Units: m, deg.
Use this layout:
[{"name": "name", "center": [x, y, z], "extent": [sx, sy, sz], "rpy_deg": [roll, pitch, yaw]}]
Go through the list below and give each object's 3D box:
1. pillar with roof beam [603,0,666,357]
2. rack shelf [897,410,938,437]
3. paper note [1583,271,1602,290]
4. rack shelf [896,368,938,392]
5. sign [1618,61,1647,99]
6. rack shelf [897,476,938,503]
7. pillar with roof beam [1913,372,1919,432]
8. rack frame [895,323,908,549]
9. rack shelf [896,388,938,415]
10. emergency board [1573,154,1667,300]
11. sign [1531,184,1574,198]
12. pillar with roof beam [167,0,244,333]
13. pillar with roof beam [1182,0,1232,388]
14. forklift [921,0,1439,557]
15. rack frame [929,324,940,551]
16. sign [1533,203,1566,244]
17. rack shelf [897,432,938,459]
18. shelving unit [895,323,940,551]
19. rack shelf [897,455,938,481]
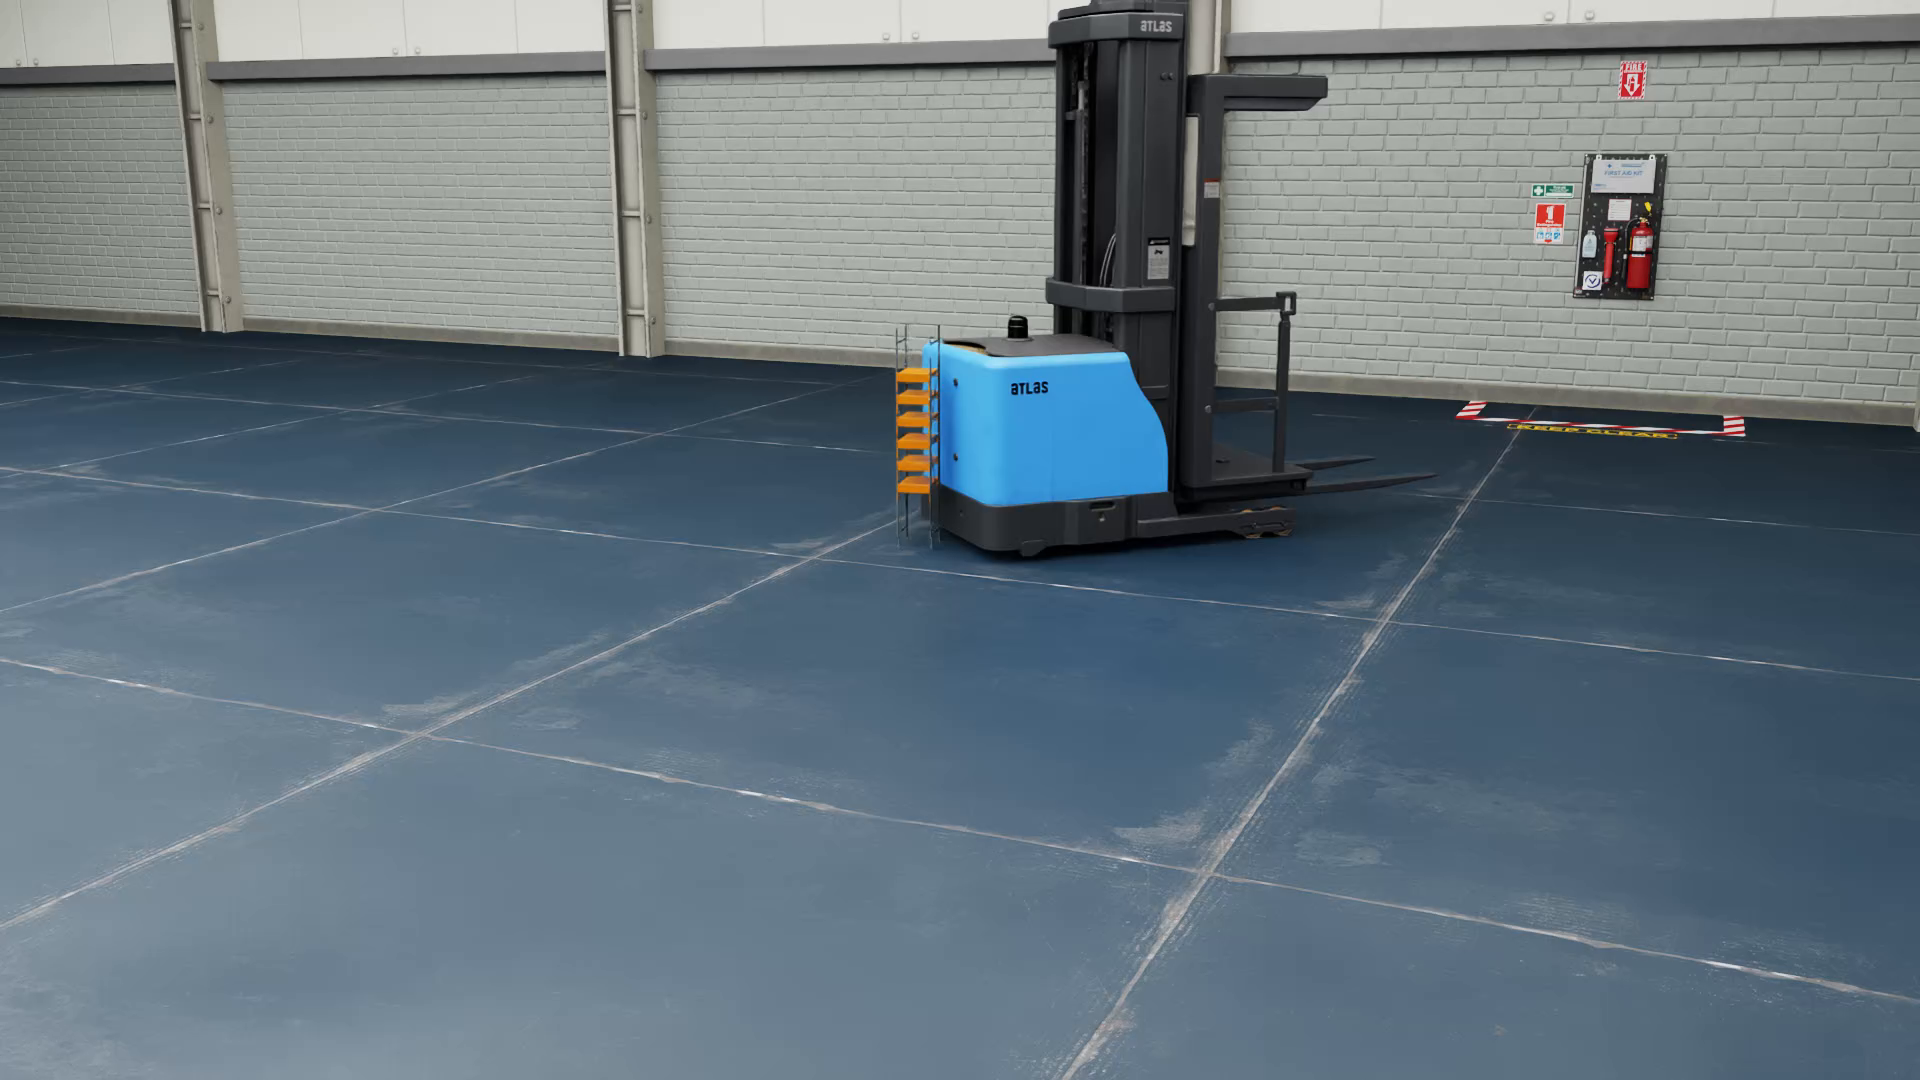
[{"name": "pillar with roof beam", "center": [-5.100, -5.441, 12.743], "extent": [0.400, 9.000, 9.100], "rpy_deg": [6, 14, 23]}, {"name": "rack shelf", "center": [-0.225, -0.630, 8.982], "extent": [0.180, 0.103, 0.258], "rpy_deg": [3, 13, 11]}, {"name": "paper note", "center": [5.238, -2.147, 13.769], "extent": [0.142, 0.148, 0.016], "rpy_deg": [6, 14, 23]}, {"name": "rack shelf", "center": [-0.225, -0.864, 8.928], "extent": [0.180, 0.103, 0.258], "rpy_deg": [3, 13, 11]}, {"name": "sign", "center": [5.405, -3.696, 13.364], "extent": [0.199, 0.298, 0.001], "rpy_deg": [6, 14, 23]}, {"name": "rack shelf", "center": [-0.225, -0.280, 9.065], "extent": [0.180, 0.103, 0.258], "rpy_deg": [3, 13, 11]}, {"name": "pillar with roof beam", "center": [5.872, -4.330, 8.011], "extent": [0.400, 9.000, 9.100], "rpy_deg": [6, 14, 23]}, {"name": "rack frame", "center": [-0.315, -0.561, 9.018], "extent": [0.006, 1.200, 0.240], "rpy_deg": [3, 13, 11]}, {"name": "rack shelf", "center": [-0.225, -0.747, 8.955], "extent": [0.180, 0.103, 0.258], "rpy_deg": [3, 13, 11]}, {"name": "emergency board", "center": [5.372, -2.545, 13.537], "extent": [0.643, 1.169, 0.194], "rpy_deg": [6, 14, 23]}, {"name": "sign", "center": [4.908, -2.891, 13.772], "extent": [0.331, 0.109, 0.001], "rpy_deg": [6, 14, 23]}, {"name": "pillar with roof beam", "center": [-10.586, -5.996, 15.109], "extent": [0.400, 9.000, 9.100], "rpy_deg": [6, 14, 23]}, {"name": "pillar with roof beam", "center": [0.386, -4.886, 10.377], "extent": [0.400, 9.000, 9.100], "rpy_deg": [6, 14, 23]}, {"name": "forklift", "center": [1.342, -1.535, 9.382], "extent": [3.031, 2.935, 1.130], "rpy_deg": [-6, 14, -22]}, {"name": "rack frame", "center": [-0.136, -0.552, 8.982], "extent": [0.006, 1.200, 0.240], "rpy_deg": [3, 13, 11]}, {"name": "sign", "center": [4.908, -2.636, 13.842], "extent": [0.234, 0.329, 0.001], "rpy_deg": [6, 14, 23]}, {"name": "rack shelf", "center": [-0.225, -0.513, 9.010], "extent": [0.180, 0.103, 0.258], "rpy_deg": [3, 13, 11]}, {"name": "shelving unit", "center": [-0.225, -0.556, 9.000], "extent": [0.189, 1.200, 0.258], "rpy_deg": [3, 13, 11]}, {"name": "rack shelf", "center": [-0.225, -0.396, 9.037], "extent": [0.180, 0.103, 0.258], "rpy_deg": [3, 13, 11]}]
